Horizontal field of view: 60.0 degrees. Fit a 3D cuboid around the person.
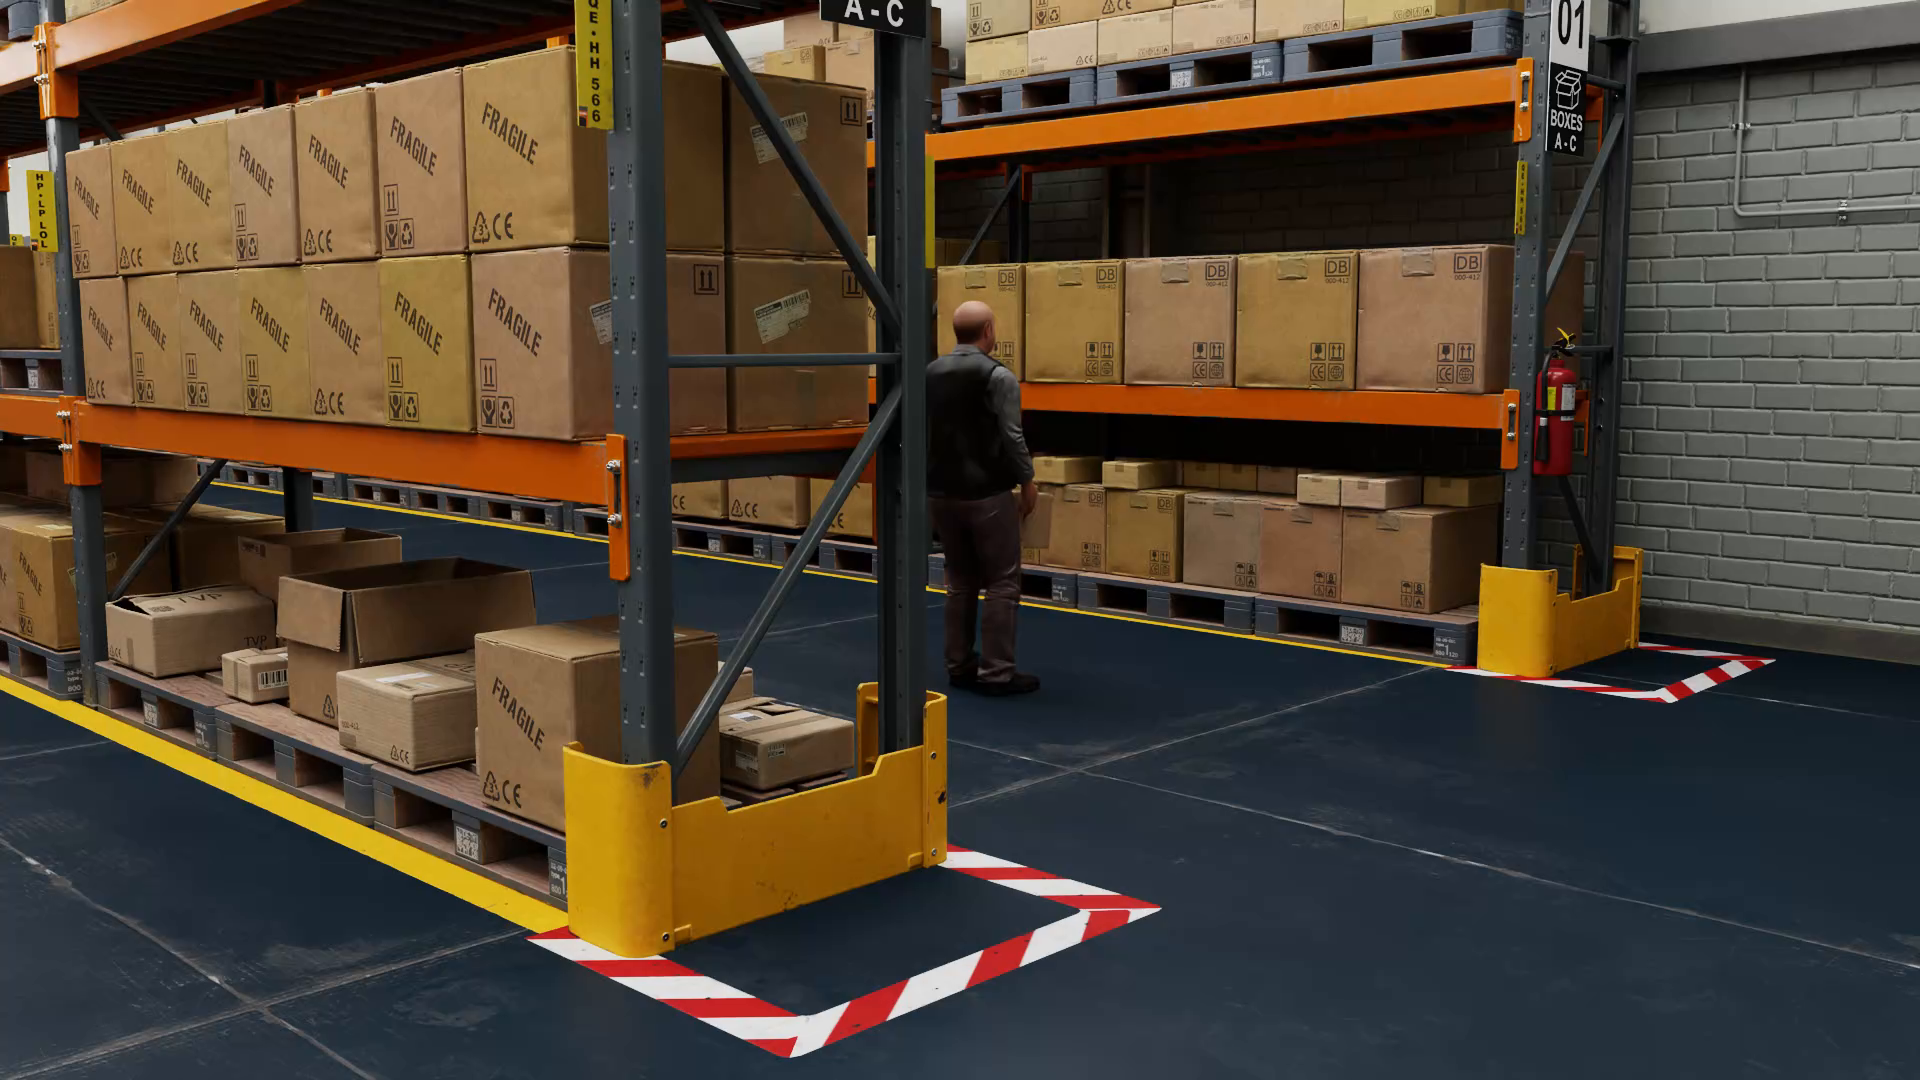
[{"bbox_3d":[0.073,-0.192,7.398,0.548,1.727,0.469,6,9,42],"label":"person"}]
